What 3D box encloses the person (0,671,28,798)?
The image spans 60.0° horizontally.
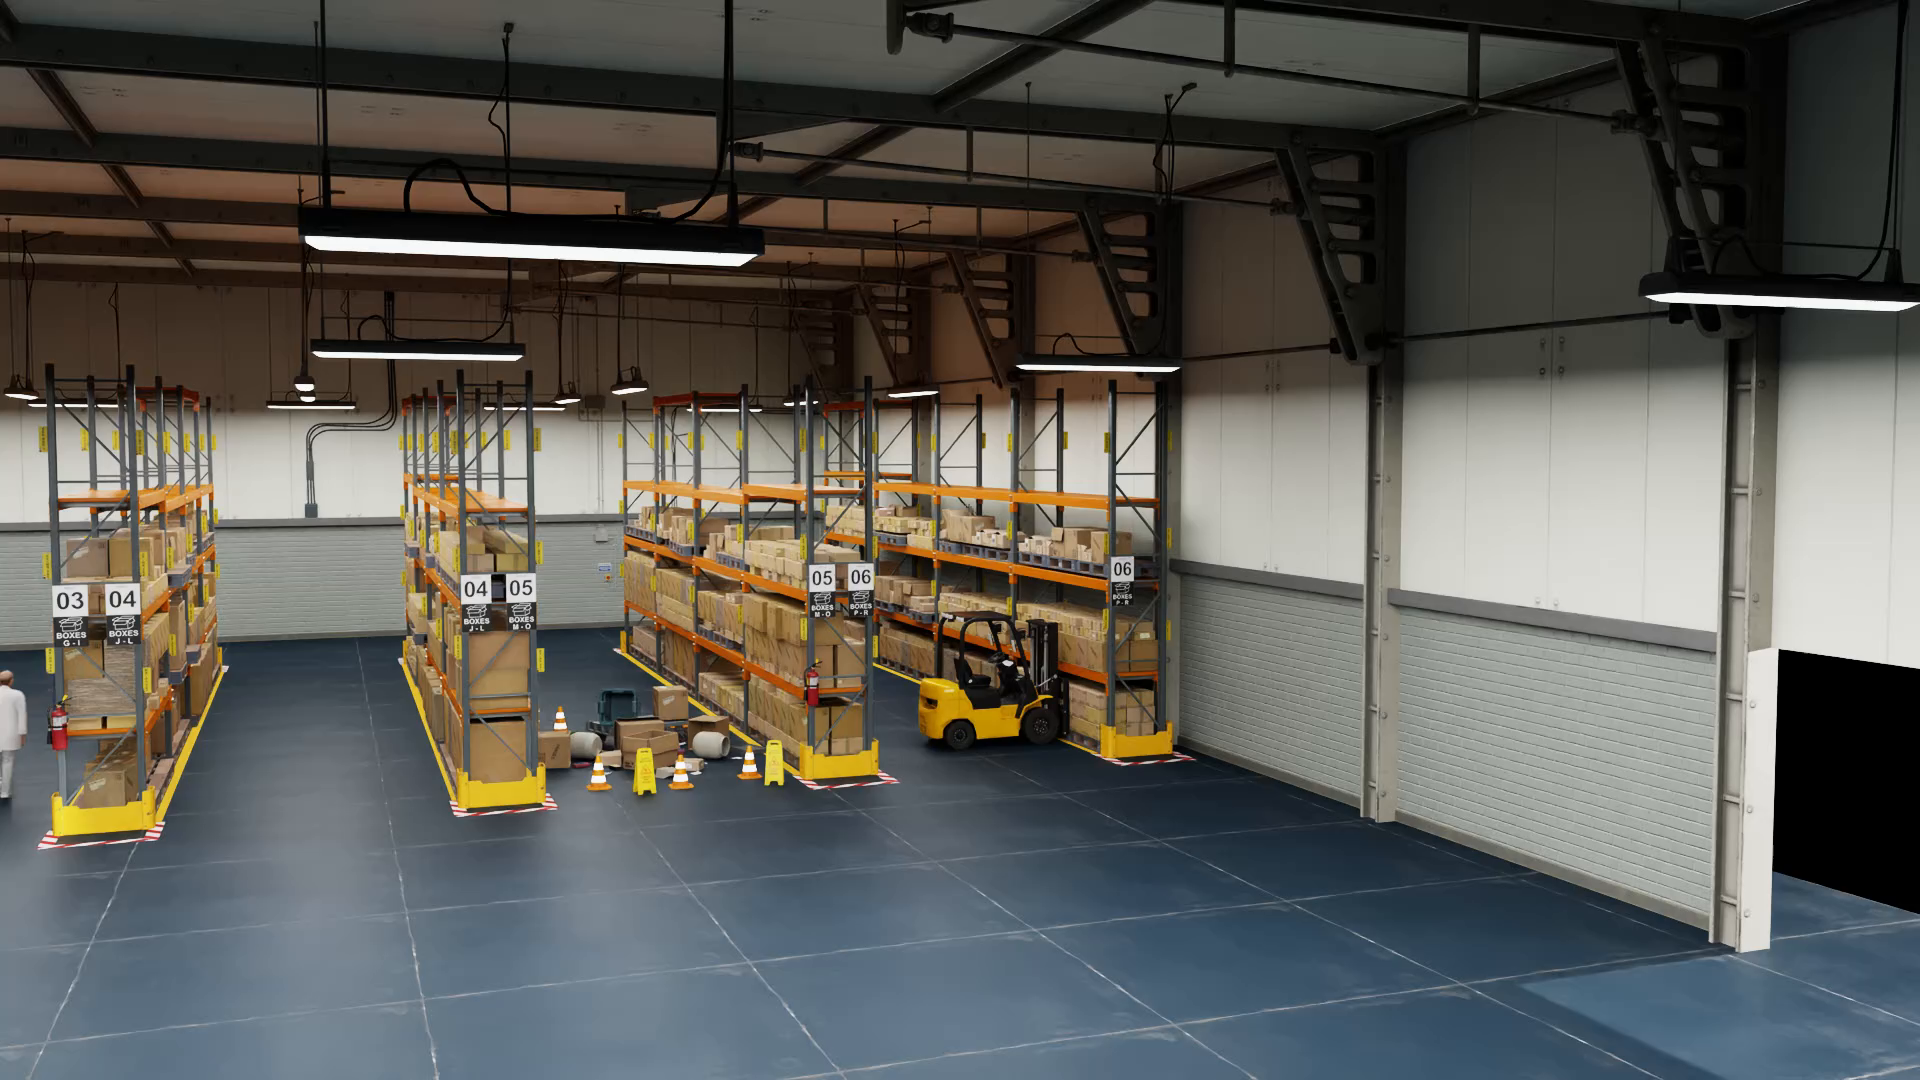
[{"bbox_3d":[-13.471,2.734,23.410,0.620,1.778,0.535,-1,4,-18],"label":"person"}]

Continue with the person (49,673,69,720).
[{"bbox_3d":[-16.074,2.448,29.906,0.567,1.623,0.638,-1,4,-19],"label":"person"}]
